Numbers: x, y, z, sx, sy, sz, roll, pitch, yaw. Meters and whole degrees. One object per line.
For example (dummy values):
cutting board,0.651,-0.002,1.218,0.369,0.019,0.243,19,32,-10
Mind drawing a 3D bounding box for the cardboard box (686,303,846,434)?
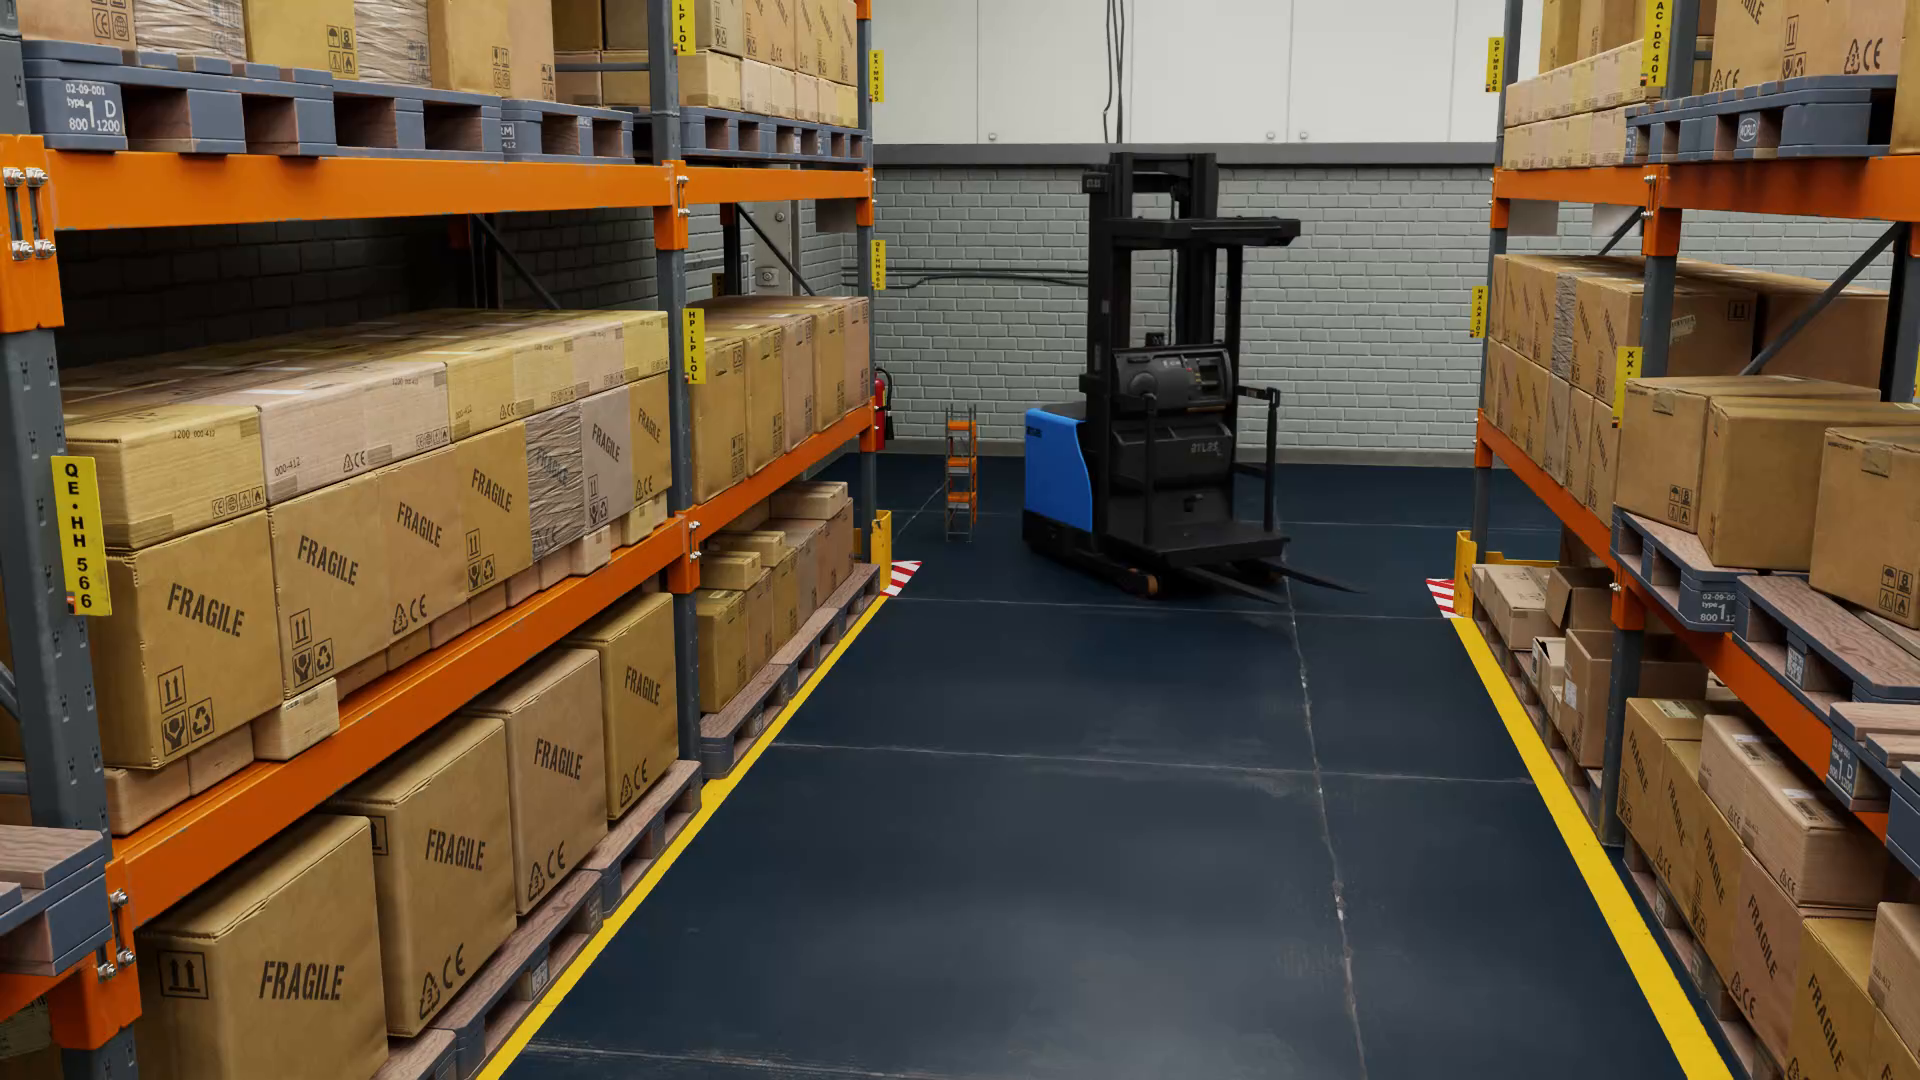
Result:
cardboard box,-1.247,-1.049,10.028,0.980,0.700,0.700,2,12,8

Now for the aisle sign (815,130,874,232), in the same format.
aisle sign,-0.770,-2.436,11.008,0.394,0.787,0.004,2,12,9

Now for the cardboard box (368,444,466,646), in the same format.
cardboard box,-1.813,-0.004,4.901,0.500,0.500,0.500,2,12,8

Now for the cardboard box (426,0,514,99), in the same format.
cardboard box,-1.958,-1.760,5.640,0.700,0.500,0.500,2,12,8

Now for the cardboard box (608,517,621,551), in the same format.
cardboard box,-1.564,-0.029,6.559,0.380,0.149,0.250,2,12,10

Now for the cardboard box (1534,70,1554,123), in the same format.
cardboard box,3.328,-2.331,8.741,0.500,0.250,0.500,2,12,9

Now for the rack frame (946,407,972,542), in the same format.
rack frame,-0.011,-0.499,12.817,0.200,1.050,0.008,2,12,9

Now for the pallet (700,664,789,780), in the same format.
pallet,-1.498,0.880,8.411,1.003,0.211,1.213,2,12,9

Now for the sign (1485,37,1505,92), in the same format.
sign,3.282,-2.912,10.190,0.100,0.325,0.005,2,12,9

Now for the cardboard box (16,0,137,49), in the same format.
cardboard box,-2.291,-1.326,3.626,0.700,0.500,0.500,1,12,4

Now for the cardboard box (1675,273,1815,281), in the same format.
cardboard box,3.712,-1.009,7.945,0.500,0.500,0.500,2,12,7

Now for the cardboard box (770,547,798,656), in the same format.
cardboard box,-1.314,0.325,9.300,0.700,0.500,0.500,2,12,10

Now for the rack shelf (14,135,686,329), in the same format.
rack shelf,-2.000,-1.026,5.222,1.077,0.370,4.000,2,12,9

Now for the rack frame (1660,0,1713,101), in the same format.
rack frame,3.203,-3.101,6.021,1.000,3.000,0.127,2,12,9

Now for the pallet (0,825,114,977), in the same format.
pallet,-2.312,0.750,2.846,1.213,0.211,1.003,2,12,9

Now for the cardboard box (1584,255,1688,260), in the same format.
cardboard box,4.021,-1.437,9.930,0.500,0.500,0.500,2,12,8

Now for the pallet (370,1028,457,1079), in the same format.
pallet,-2.112,1.706,4.574,1.003,0.211,1.213,2,12,9

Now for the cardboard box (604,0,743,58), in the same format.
cardboard box,-1.306,-2.481,7.607,0.500,0.500,0.500,2,12,8

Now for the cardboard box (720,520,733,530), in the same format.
cardboard box,-1.497,-0.028,9.399,0.380,0.149,0.250,2,12,8

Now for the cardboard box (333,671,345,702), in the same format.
cardboard box,-1.939,0.396,4.585,0.380,0.149,0.250,2,12,8

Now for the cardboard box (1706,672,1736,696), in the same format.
cardboard box,3.604,0.741,8.115,0.380,0.166,0.250,2,12,9

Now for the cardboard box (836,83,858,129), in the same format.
cardboard box,-0.928,-2.647,10.156,0.500,0.250,0.500,2,12,10

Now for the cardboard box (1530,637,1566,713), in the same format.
cardboard box,3.126,0.647,8.207,0.500,0.311,0.500,2,12,9

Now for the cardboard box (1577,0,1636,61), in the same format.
cardboard box,3.454,-2.587,8.148,0.700,0.500,0.500,2,12,9

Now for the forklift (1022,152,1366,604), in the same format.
forklift,1.581,-1.145,11.351,1.130,2.935,3.031,-6,14,-26

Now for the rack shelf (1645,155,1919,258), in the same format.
rack shelf,2.895,-0.866,4.481,1.077,0.370,4.000,2,12,9

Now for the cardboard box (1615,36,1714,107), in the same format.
cardboard box,3.009,-1.915,6.811,0.500,0.250,0.500,2,12,9

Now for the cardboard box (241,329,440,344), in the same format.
cardboard box,-2.167,-0.597,5.875,0.500,0.250,0.500,1,12,7

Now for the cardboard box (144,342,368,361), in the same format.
cardboard box,-2.251,-0.489,5.371,0.500,0.250,0.500,2,12,7

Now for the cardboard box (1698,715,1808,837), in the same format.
cardboard box,2.734,0.773,5.394,0.500,0.250,0.500,2,12,9

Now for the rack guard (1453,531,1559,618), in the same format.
rack guard,3.806,0.237,10.707,1.175,0.500,0.348,2,12,9

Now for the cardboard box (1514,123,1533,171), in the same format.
cardboard box,3.398,-2.191,9.277,0.500,0.250,0.500,2,12,9

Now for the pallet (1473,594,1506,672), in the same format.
pallet,3.685,0.544,9.967,1.003,0.211,1.213,2,12,9

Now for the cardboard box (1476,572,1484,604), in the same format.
cardboard box,3.376,0.297,10.175,0.380,0.166,0.250,2,12,9

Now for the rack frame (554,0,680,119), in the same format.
rack frame,-1.692,-3.260,6.762,1.000,3.000,0.127,2,12,9

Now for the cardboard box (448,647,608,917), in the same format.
cardboard box,-1.798,0.842,6.070,0.750,0.750,0.750,2,12,10

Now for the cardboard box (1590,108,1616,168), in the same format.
cardboard box,3.102,-1.775,7.344,0.500,0.250,0.500,2,12,9

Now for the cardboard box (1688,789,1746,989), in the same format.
cardboard box,2.732,1.147,5.441,0.500,0.500,0.500,2,12,9

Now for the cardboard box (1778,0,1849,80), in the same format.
cardboard box,2.972,-1.695,5.147,0.600,0.600,0.600,2,12,8

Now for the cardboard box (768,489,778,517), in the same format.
cardboard box,-1.341,-0.239,10.379,0.380,0.149,0.250,2,12,9

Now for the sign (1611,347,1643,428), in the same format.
sign,2.666,-0.607,6.636,0.100,0.325,0.005,2,12,9

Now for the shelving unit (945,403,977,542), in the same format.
shelving unit,0.008,-0.524,12.934,0.215,1.050,0.252,2,12,9

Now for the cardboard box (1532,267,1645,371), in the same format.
cardboard box,3.257,-1.136,8.532,0.500,0.500,0.500,2,12,8

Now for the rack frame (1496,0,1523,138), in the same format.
rack frame,3.818,-3.933,9.885,1.000,3.000,0.127,2,12,9

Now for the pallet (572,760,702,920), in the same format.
pallet,-1.737,1.198,6.931,1.003,0.211,1.213,2,12,9

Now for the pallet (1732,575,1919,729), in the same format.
pallet,2.882,0.353,4.689,1.003,0.211,1.213,2,12,9

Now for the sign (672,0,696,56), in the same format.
sign,-1.155,-2.185,6.918,0.100,0.325,0.005,2,12,9

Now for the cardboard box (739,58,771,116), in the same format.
cardboard box,-1.233,-2.216,8.157,0.500,0.250,0.500,2,12,7

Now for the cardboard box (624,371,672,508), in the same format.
cardboard box,-1.514,-0.428,6.866,0.500,0.500,0.500,2,12,8

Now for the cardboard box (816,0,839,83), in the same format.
cardboard box,-1.008,-2.909,9.594,0.500,0.500,0.500,2,12,10

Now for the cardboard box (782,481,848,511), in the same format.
cardboard box,-0.926,-0.279,10.566,0.380,0.149,0.250,2,12,8

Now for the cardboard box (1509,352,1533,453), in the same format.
cardboard box,3.335,-0.754,9.134,0.500,0.500,0.500,2,12,8

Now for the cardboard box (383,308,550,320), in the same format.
cardboard box,-2.021,-0.811,6.866,0.500,0.250,0.500,2,12,10

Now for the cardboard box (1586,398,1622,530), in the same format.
cardboard box,3.026,-0.329,7.164,0.500,0.500,0.500,2,12,10

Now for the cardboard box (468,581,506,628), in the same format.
cardboard box,-1.756,0.183,5.574,0.380,0.149,0.250,2,12,10

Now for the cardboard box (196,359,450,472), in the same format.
cardboard box,-1.828,-0.368,4.810,0.500,0.250,0.500,2,12,9
